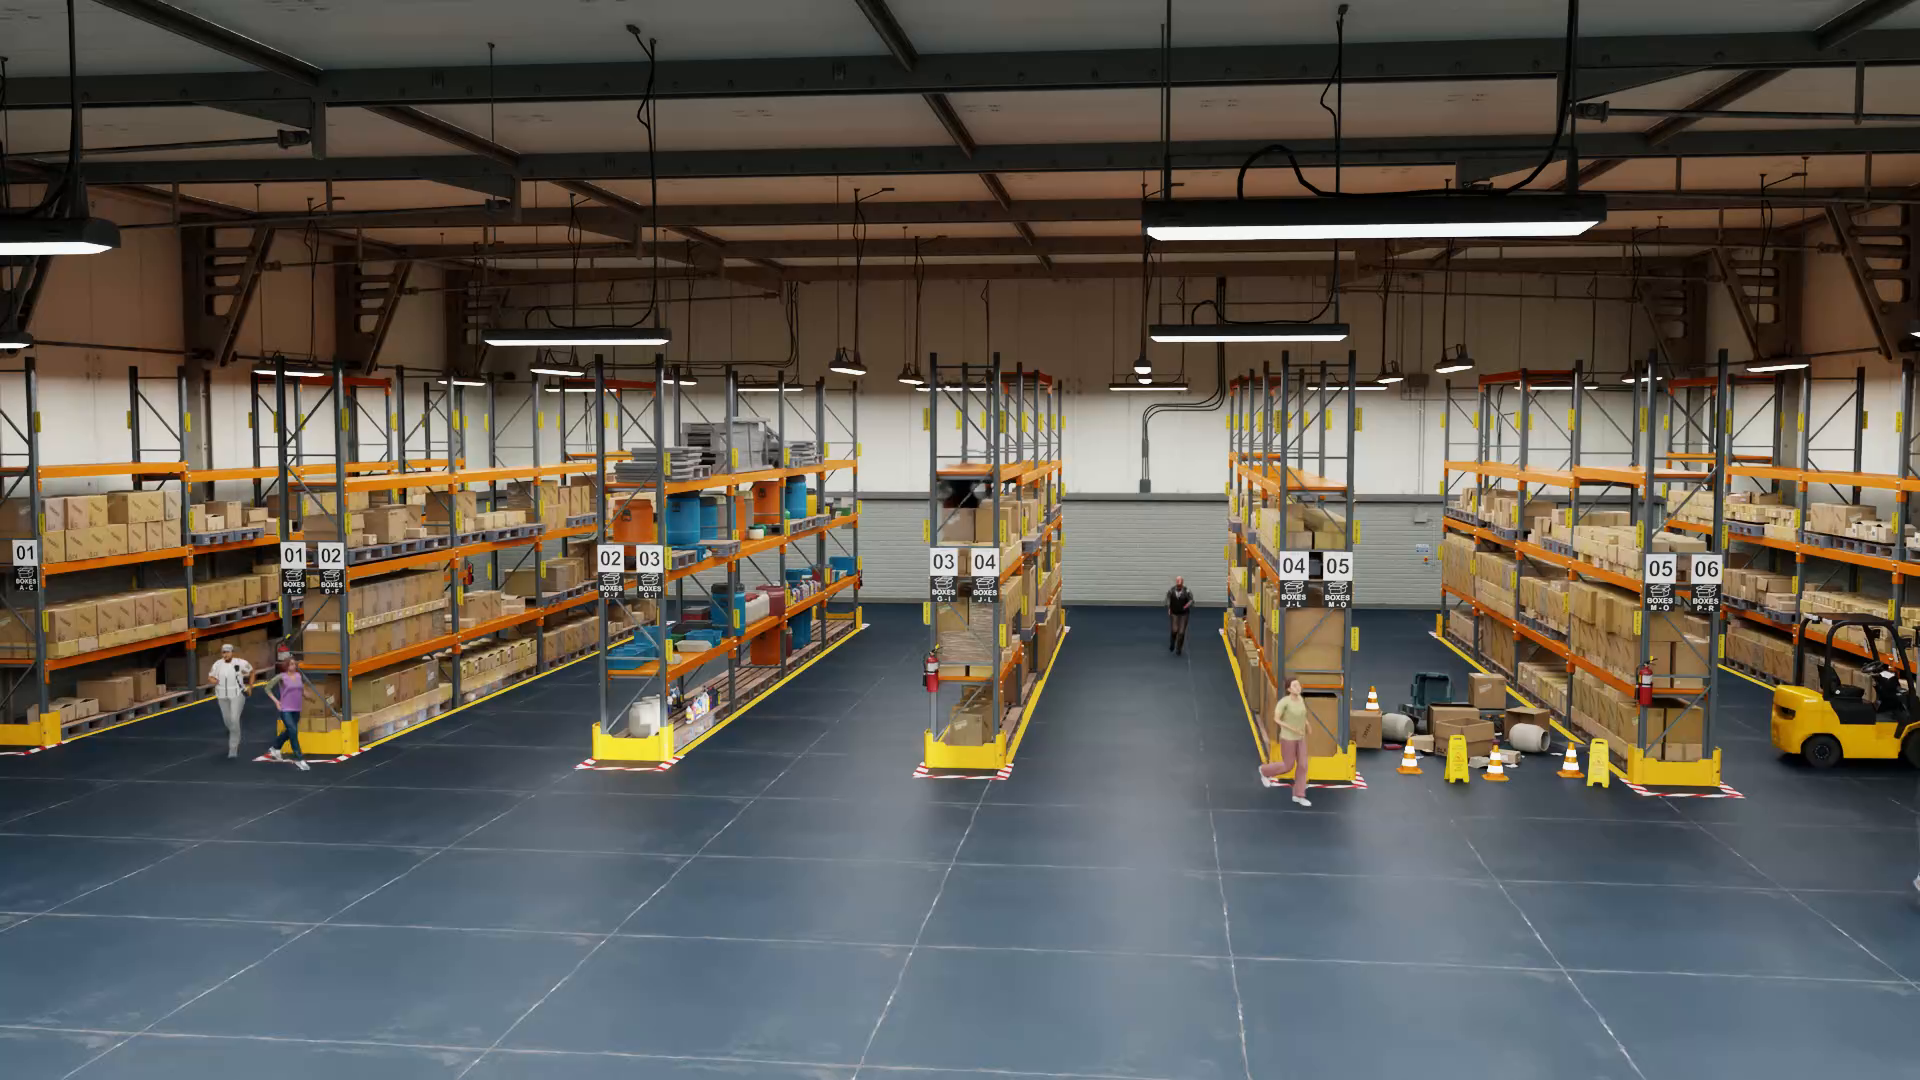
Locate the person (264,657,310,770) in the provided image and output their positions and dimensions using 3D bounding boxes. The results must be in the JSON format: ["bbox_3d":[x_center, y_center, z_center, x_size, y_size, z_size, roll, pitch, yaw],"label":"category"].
[{"bbox_3d":[-9.720,2.488,24.089,0.871,1.612,0.539,2,5,28],"label":"person"}]

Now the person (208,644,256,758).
[{"bbox_3d":[-11.040,2.402,25.191,0.625,1.697,0.883,0,4,-4],"label":"person"}]

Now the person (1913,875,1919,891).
[{"bbox_3d":[10.074,2.960,16.704,0.693,1.836,0.938,-2,5,-28],"label":"person"}]

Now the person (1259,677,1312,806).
[{"bbox_3d":[4.365,2.634,22.007,0.587,1.665,0.839,-3,5,-33],"label":"person"}]

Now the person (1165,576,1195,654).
[{"bbox_3d":[4.734,1.621,35.857,0.644,1.687,0.593,1,4,11],"label":"person"}]
